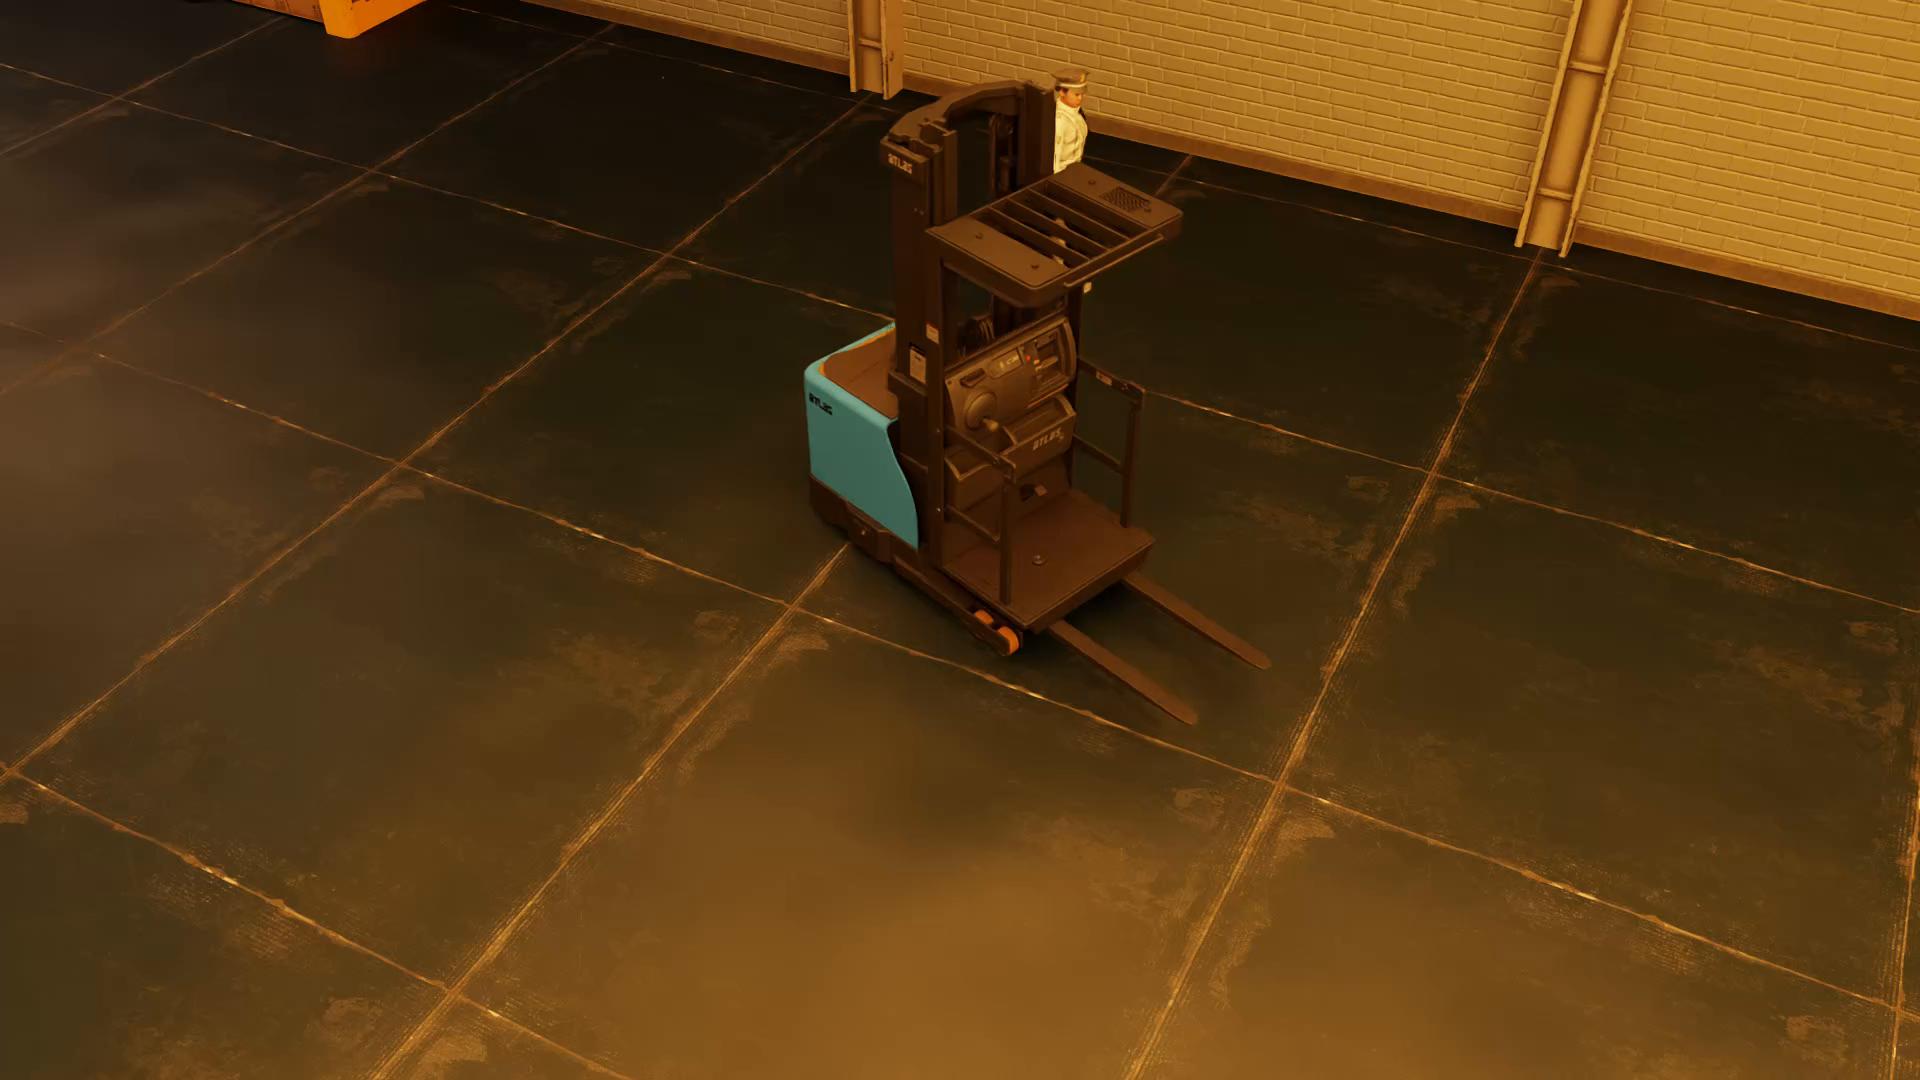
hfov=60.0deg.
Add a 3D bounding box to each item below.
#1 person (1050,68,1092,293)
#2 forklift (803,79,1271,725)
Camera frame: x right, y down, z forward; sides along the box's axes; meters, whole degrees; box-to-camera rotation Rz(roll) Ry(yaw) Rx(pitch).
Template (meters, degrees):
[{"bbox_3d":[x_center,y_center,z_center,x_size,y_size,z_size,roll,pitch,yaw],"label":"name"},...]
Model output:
[{"bbox_3d":[0.796,-2.609,12.067,0.412,1.670,0.630,3,40,3],"label":"person"},{"bbox_3d":[0.430,-0.837,8.980,1.130,2.935,3.031,-31,49,-31],"label":"forklift"}]
